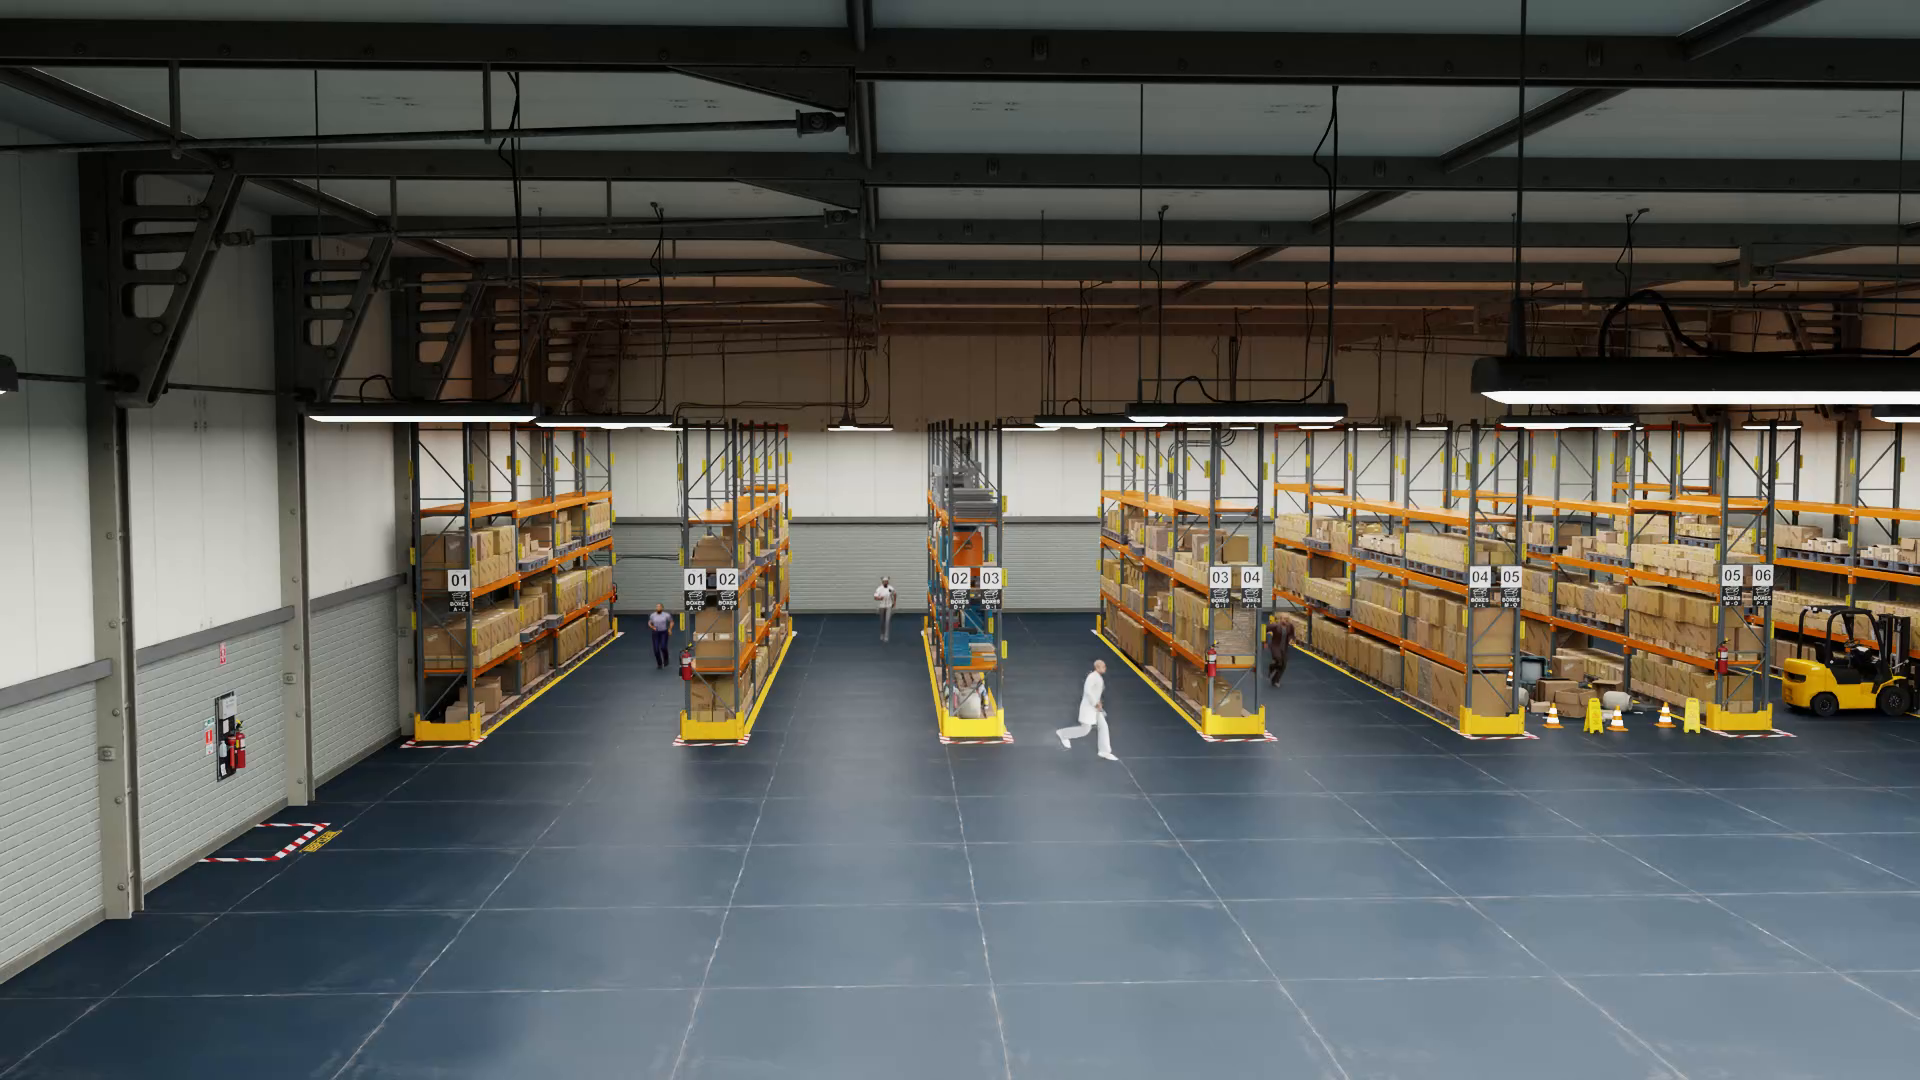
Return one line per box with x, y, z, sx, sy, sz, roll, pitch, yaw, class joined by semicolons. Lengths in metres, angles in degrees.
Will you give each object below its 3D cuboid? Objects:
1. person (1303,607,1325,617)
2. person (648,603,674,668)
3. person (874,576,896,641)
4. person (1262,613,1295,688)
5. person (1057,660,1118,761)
10.367;1.746;48.555;0.721;1.794;0.747;2;4;28;person
-7.287;2.328;40.411;0.591;1.609;0.577;0;4;-1;person
-1.958;1.797;43.625;0.592;1.728;0.764;0;4;-4;person
7.208;2.484;37.493;0.686;1.706;0.778;-1;4;-20;person
2.253;2.990;29.303;1.111;1.779;0.714;1;4;21;person
